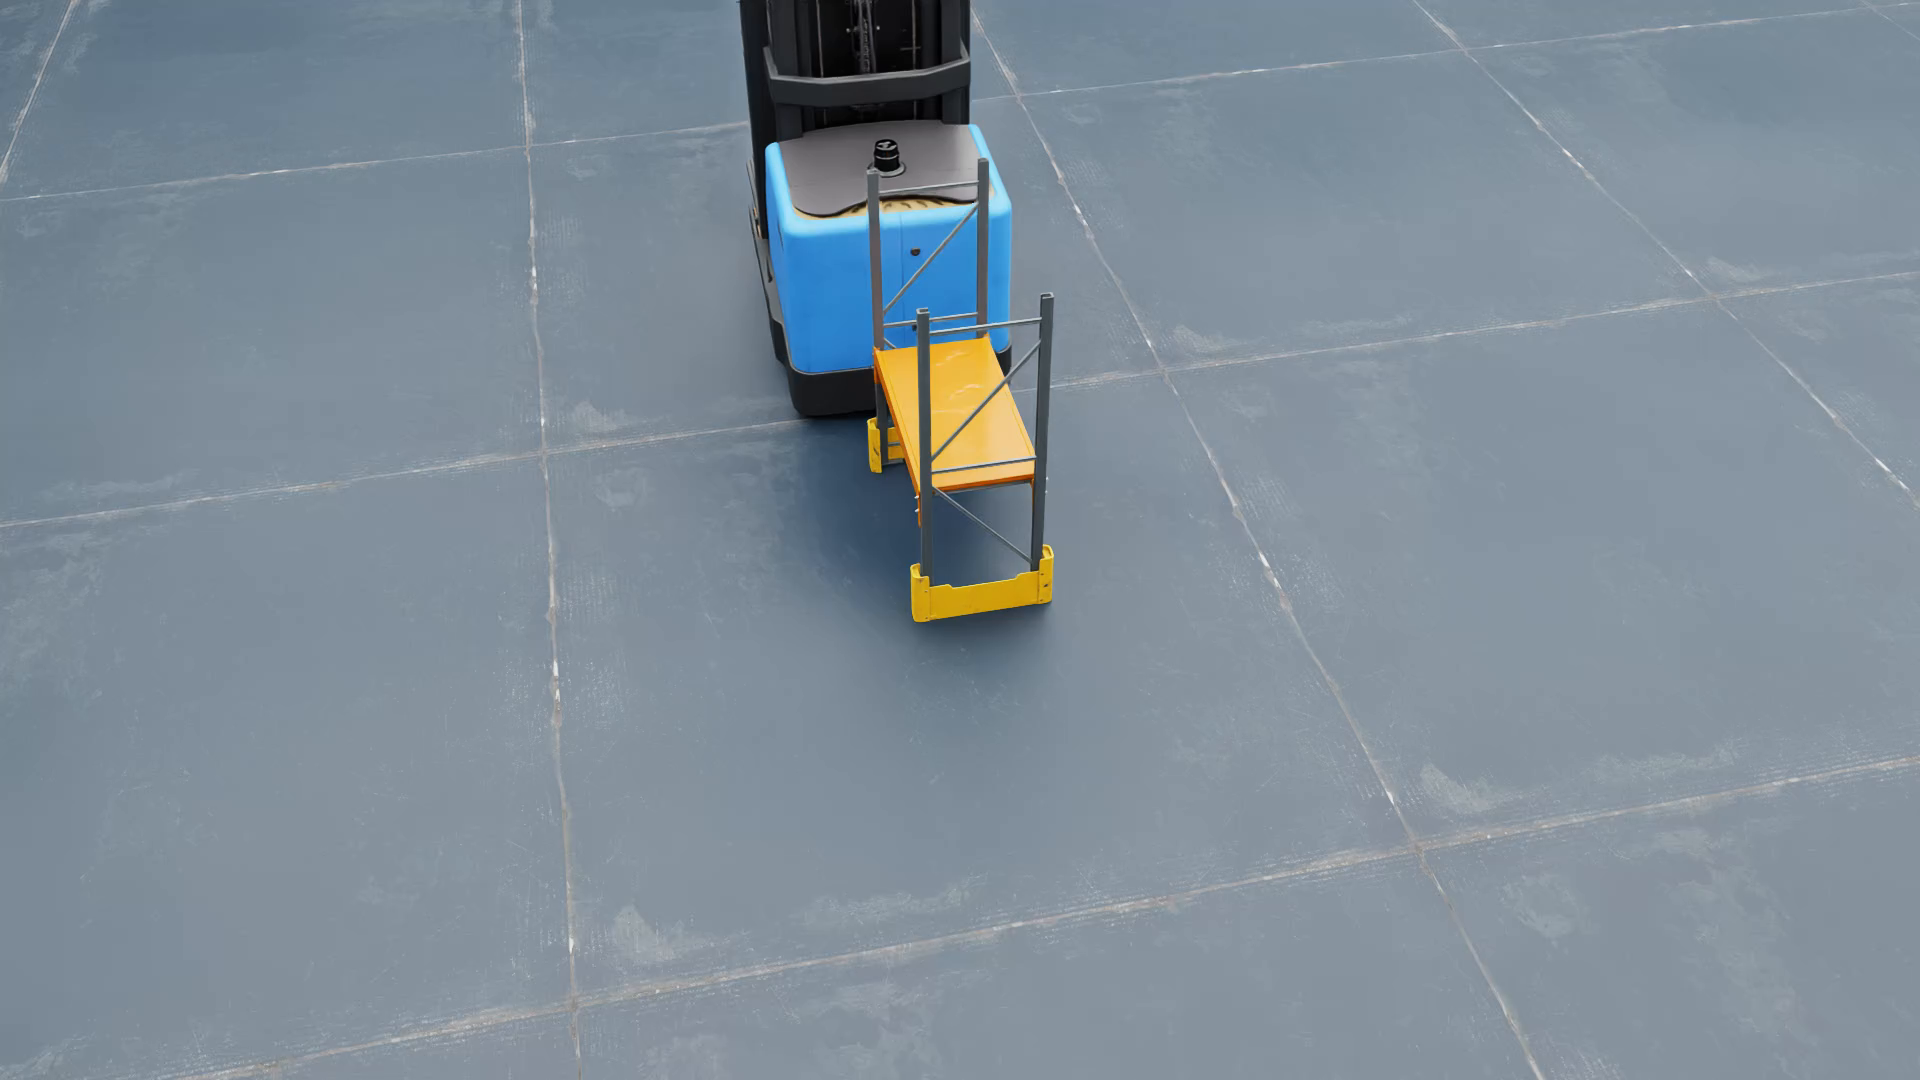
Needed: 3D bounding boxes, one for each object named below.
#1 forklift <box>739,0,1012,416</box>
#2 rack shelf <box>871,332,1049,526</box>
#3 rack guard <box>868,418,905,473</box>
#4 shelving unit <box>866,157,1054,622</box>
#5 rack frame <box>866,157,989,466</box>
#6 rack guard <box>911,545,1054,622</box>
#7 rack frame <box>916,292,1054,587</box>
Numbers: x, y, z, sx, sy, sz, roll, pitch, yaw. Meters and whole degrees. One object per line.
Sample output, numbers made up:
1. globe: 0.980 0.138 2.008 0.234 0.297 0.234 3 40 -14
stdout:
1. forklift: -0.541 -2.664 8.043 1.130 2.935 3.031 -7 42 -8
2. rack shelf: -0.018 -0.482 6.934 0.538 0.185 1.000 -8 42 -9
3. rack guard: -0.124 -0.466 7.586 0.587 0.250 0.087 -8 42 -9
4. shelving unit: -0.016 -0.610 6.808 0.587 1.500 1.083 -8 42 -9
5. rack frame: -0.128 -0.946 7.186 0.500 1.500 0.032 -8 42 -9
6. rack guard: 0.091 0.180 6.859 0.587 0.250 0.087 -8 42 -9
7. rack frame: 0.091 -0.287 6.443 0.500 1.500 0.032 -8 42 -9
